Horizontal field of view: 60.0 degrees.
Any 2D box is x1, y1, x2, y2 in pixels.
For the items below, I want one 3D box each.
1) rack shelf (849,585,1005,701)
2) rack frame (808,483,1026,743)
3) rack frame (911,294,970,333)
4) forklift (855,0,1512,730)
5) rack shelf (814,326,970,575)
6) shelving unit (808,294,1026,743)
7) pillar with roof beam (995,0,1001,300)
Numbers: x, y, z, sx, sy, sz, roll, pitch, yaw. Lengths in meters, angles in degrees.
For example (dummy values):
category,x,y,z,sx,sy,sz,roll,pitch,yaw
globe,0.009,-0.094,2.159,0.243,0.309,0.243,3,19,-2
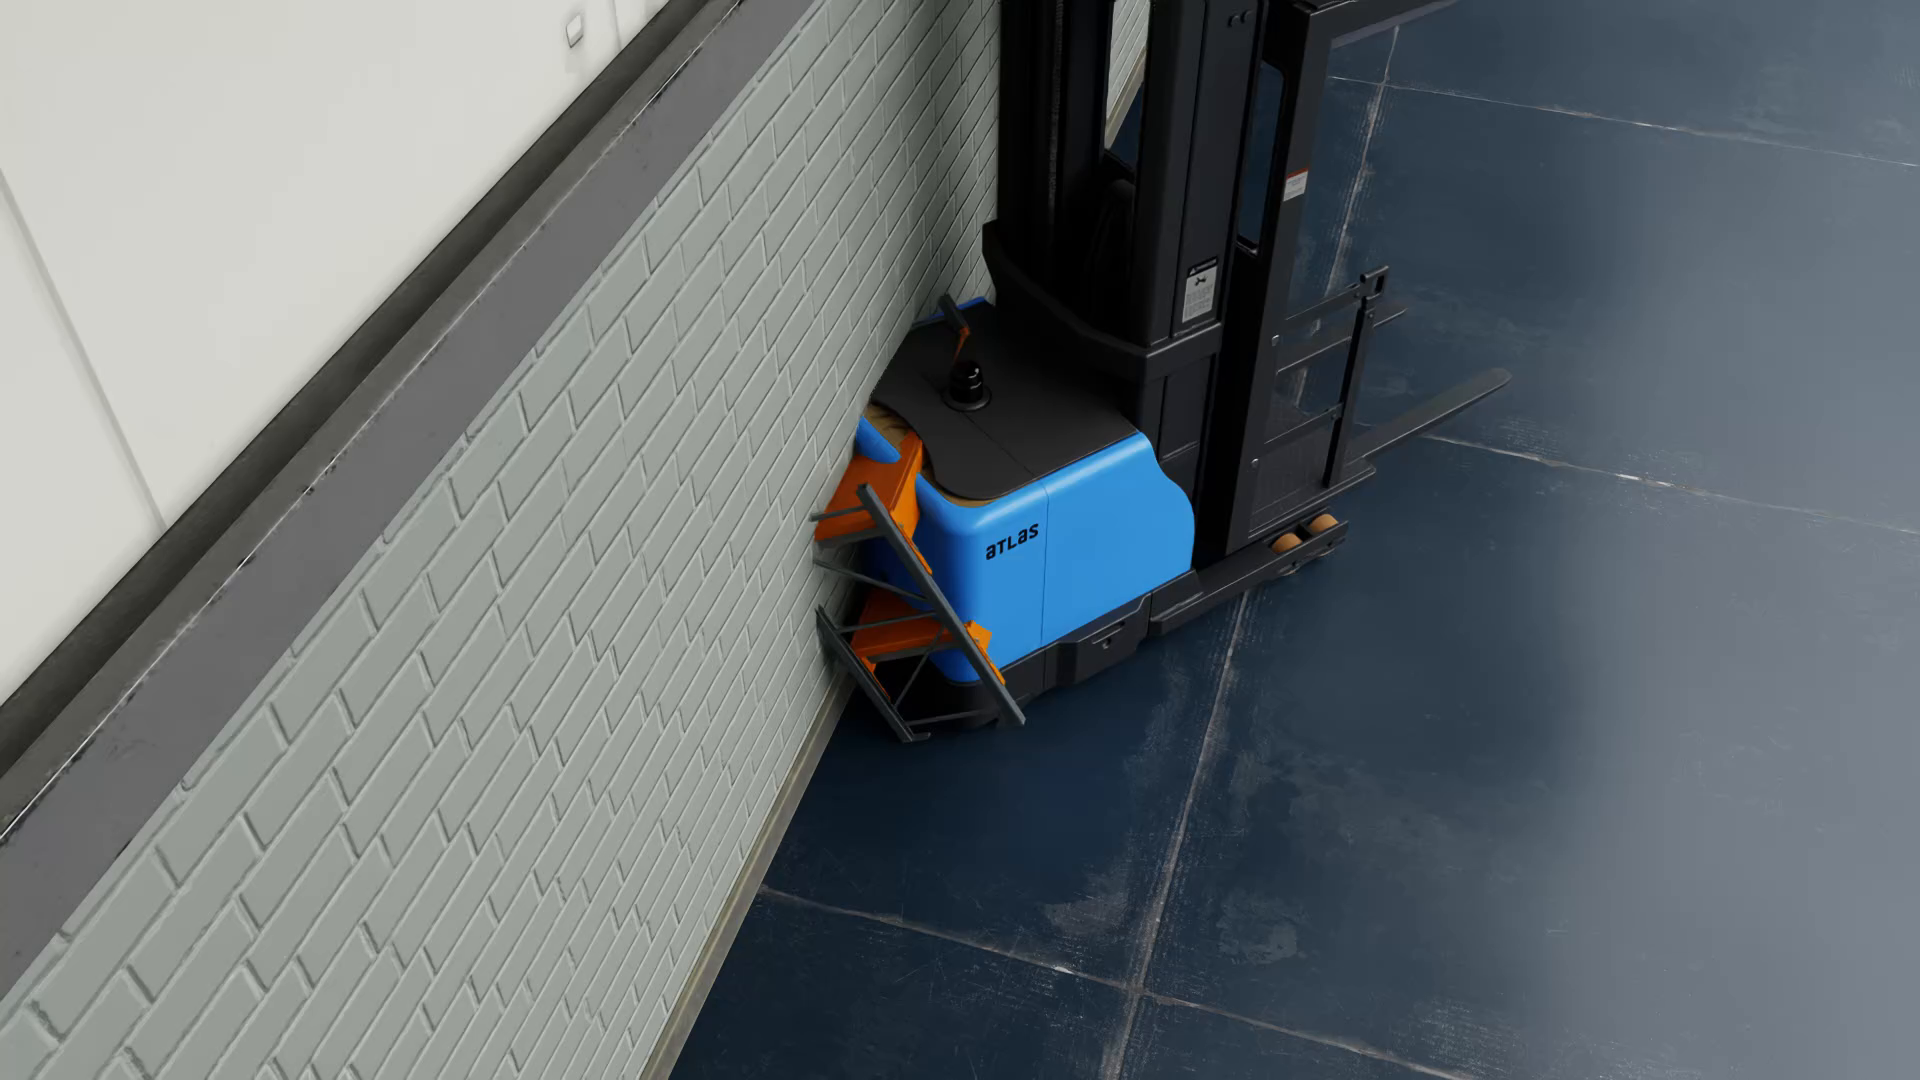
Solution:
category,x,y,z,sx,sy,sz,roll,pitch,yaw
rack shelf,-0.011,0.104,6.062,0.538,0.278,1.000,-12,38,29
rack frame,-0.246,0.276,5.579,0.500,1.125,0.032,-12,38,29
rack frame,0.000,-0.415,6.283,0.500,1.125,0.032,-12,38,29
forklift,0.941,-1.189,5.870,3.031,2.935,1.130,-26,50,-24
rack shelf,-0.256,-0.277,5.773,0.538,0.278,1.000,-12,38,29
shelving unit,-0.123,-0.069,5.931,0.538,1.125,1.048,-12,38,29
pillar with roof beam,4.452,-3.122,3.506,9.100,9.000,0.400,13,46,13
